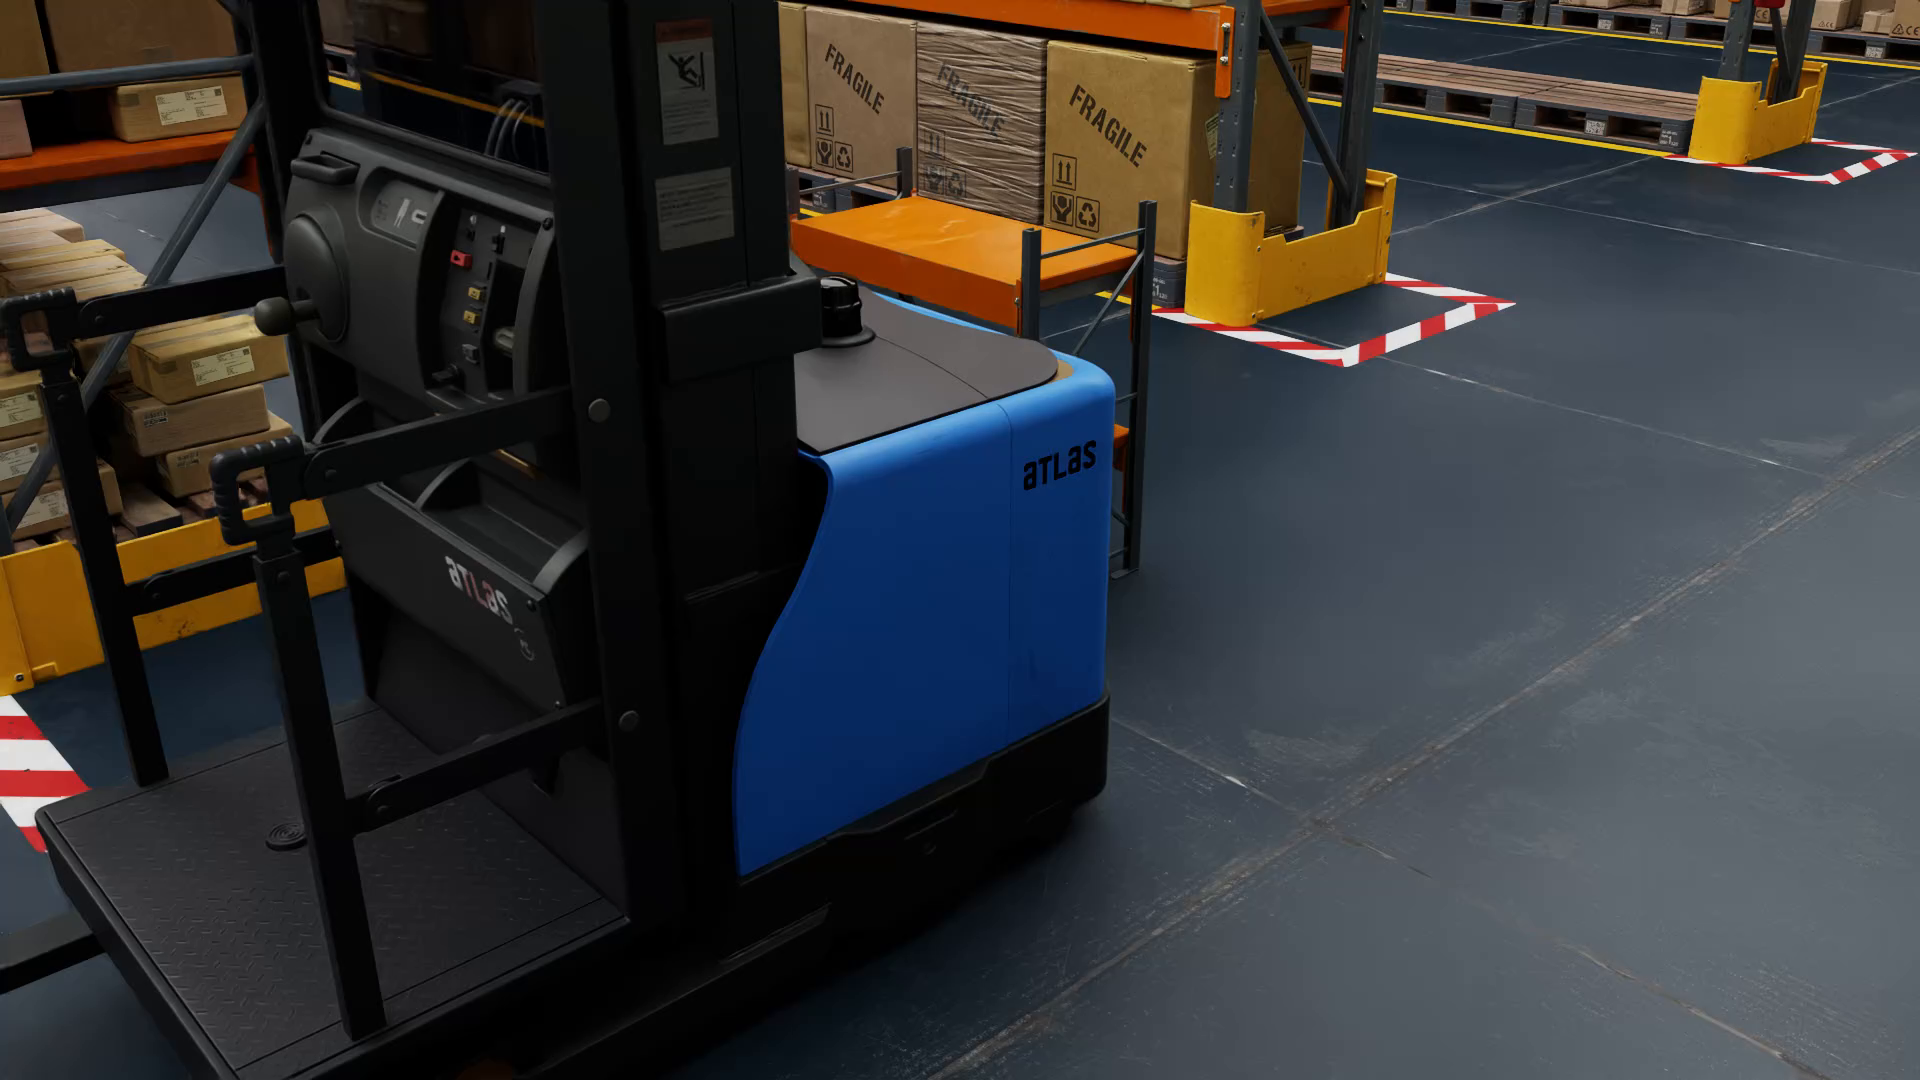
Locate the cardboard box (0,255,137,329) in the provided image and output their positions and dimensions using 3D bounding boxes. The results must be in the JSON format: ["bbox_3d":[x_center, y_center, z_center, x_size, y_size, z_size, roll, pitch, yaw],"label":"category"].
[{"bbox_3d":[-3.055,-0.855,5.722,0.380,0.149,0.250,-20,31,-37],"label":"cardboard box"}]

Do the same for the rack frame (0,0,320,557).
[{"bbox_3d":[-2.178,-1.135,4.123,1.000,3.000,0.127,-21,32,-38],"label":"rack frame"}]

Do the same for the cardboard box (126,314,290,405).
[{"bbox_3d":[-2.288,-0.555,5.064,0.250,0.149,0.380,22,32,39],"label":"cardboard box"}]

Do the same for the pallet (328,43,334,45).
[{"bbox_3d":[-5.319,-4.273,14.362,1.003,0.211,1.213,-21,32,-38],"label":"pallet"}]

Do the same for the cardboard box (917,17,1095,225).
[{"bbox_3d":[0.394,-2.183,8.474,0.875,0.875,0.875,-21,32,-38],"label":"cardboard box"}]

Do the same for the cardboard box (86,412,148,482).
[{"bbox_3d":[-2.541,-0.334,5.298,0.380,0.149,0.250,-21,32,-39],"label":"cardboard box"}]

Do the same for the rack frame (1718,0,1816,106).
[{"bbox_3d":[5.127,-3.916,10.221,1.000,3.000,0.127,-21,32,-38],"label":"rack frame"}]

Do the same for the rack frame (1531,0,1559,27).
[{"bbox_3d":[6.012,-6.532,15.955,1.000,3.000,0.127,-21,32,-38],"label":"rack frame"}]

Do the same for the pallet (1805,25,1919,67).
[{"bbox_3d":[8.148,-4.316,14.457,1.003,0.211,1.213,-21,32,-38],"label":"pallet"}]

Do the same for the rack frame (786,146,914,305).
[{"bbox_3d":[-0.343,-0.664,5.350,0.500,1.125,0.032,-21,32,-38],"label":"rack frame"}]

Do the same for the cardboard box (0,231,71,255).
[{"bbox_3d":[-3.443,-0.997,6.033,0.380,0.149,0.250,-21,32,-38],"label":"cardboard box"}]

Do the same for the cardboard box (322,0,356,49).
[{"bbox_3d":[-4.817,-4.360,13.674,0.500,0.500,0.700,21,32,38],"label":"cardboard box"}]

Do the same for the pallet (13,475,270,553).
[{"bbox_3d":[-2.759,-0.145,5.314,1.003,0.211,1.213,-21,32,-38],"label":"pallet"}]

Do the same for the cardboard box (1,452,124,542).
[{"bbox_3d":[-2.690,-0.129,4.848,0.380,0.149,0.250,-21,32,-38],"label":"cardboard box"}]

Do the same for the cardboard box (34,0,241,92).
[{"bbox_3d":[-2.283,-1.530,4.511,0.500,0.500,0.500,-19,31,-36],"label":"cardboard box"}]

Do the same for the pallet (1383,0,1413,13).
[{"bbox_3d":[4.590,-5.869,17.861,1.003,0.211,1.213,-21,32,-38],"label":"pallet"}]

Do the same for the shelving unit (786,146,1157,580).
[{"bbox_3d":[0.005,-0.510,5.012,0.538,1.125,1.048,-21,32,-38],"label":"shelving unit"}]

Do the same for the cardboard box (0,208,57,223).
[{"bbox_3d":[-3.727,-1.181,6.437,0.250,0.149,0.380,22,32,39],"label":"cardboard box"}]

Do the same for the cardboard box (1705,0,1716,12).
[{"bbox_3d":[7.121,-5.190,15.721,0.500,0.311,0.500,-21,32,-38],"label":"cardboard box"}]

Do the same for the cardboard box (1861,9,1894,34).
[{"bbox_3d":[7.983,-4.475,14.328,0.380,0.166,0.250,-21,32,-38],"label":"cardboard box"}]

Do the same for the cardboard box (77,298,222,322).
[{"bbox_3d":[-2.643,-0.717,5.419,0.380,0.149,0.250,-21,32,-39],"label":"cardboard box"}]

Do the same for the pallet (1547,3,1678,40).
[{"bbox_3d":[6.480,-5.055,16.077,1.003,0.211,1.213,-21,32,-38],"label":"pallet"}]

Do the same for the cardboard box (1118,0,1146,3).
[{"bbox_3d":[0.849,-2.490,7.396,0.380,0.149,0.250,-21,32,-38],"label":"cardboard box"}]

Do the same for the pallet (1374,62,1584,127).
[{"bbox_3d":[3.762,-3.278,12.181,1.003,0.211,1.213,-21,32,-38],"label":"pallet"}]

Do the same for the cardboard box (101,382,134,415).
[{"bbox_3d":[-2.494,-0.495,5.291,0.380,0.149,0.250,-21,32,-39],"label":"cardboard box"}]

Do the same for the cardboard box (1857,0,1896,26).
[{"bbox_3d":[8.239,-4.666,14.647,0.500,0.250,0.500,-21,32,-38],"label":"cardboard box"}]

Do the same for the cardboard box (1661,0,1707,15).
[{"bbox_3d":[6.739,-4.996,15.470,0.380,0.166,0.250,-21,32,-38],"label":"cardboard box"}]

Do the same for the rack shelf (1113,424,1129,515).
[{"bbox_3d":[0.005,-0.287,5.114,0.538,0.278,1.000,-21,32,-38],"label":"rack shelf"}]

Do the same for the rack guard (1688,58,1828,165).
[{"bbox_3d":[5.153,-2.775,10.732,1.175,0.500,0.348,-21,32,-38],"label":"rack guard"}]

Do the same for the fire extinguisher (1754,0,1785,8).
[{"bbox_3d":[4.899,-3.537,9.931,0.296,0.674,0.183,-21,32,-38],"label":"fire extinguisher"}]

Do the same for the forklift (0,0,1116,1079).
[{"bbox_3d":[-1.090,-0.448,2.701,3.031,2.935,1.130,-21,32,-38],"label":"forklift"}]

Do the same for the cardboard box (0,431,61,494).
[{"bbox_3d":[-2.747,-0.243,4.739,0.380,0.149,0.250,-22,33,-40],"label":"cardboard box"}]

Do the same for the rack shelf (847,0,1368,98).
[{"bbox_3d":[0.145,-2.790,8.618,1.077,0.370,4.000,-21,32,-38],"label":"rack shelf"}]

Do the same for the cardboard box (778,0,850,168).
[{"bbox_3d":[-0.829,-2.725,9.663,0.875,0.875,0.875,-21,32,-38],"label":"cardboard box"}]

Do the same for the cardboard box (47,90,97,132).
[{"bbox_3d":[-2.364,-1.277,4.738,0.380,0.149,0.250,-20,31,-37],"label":"cardboard box"}]

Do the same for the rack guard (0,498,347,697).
[{"bbox_3d":[-2.230,-0.021,4.693,1.175,0.500,0.348,-21,32,-38],"label":"rack guard"}]

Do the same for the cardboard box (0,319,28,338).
[{"bbox_3d":[-3.073,-0.706,5.753,0.250,0.149,0.380,22,32,39],"label":"cardboard box"}]

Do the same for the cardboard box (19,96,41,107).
[{"bbox_3d":[-2.786,-1.413,5.037,0.380,0.149,0.250,-19,31,-36],"label":"cardboard box"}]

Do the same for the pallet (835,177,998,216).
[{"bbox_3d":[0.079,-1.832,9.012,1.003,0.211,1.213,-21,32,-38],"label":"pallet"}]

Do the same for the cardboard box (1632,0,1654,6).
[{"bbox_3d":[6.608,-5.503,16.180,0.500,0.500,0.500,-21,32,-38],"label":"cardboard box"}]

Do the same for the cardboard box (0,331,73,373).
[{"bbox_3d":[-2.854,-0.480,4.901,0.380,0.149,0.250,-20,32,-37],"label":"cardboard box"}]
